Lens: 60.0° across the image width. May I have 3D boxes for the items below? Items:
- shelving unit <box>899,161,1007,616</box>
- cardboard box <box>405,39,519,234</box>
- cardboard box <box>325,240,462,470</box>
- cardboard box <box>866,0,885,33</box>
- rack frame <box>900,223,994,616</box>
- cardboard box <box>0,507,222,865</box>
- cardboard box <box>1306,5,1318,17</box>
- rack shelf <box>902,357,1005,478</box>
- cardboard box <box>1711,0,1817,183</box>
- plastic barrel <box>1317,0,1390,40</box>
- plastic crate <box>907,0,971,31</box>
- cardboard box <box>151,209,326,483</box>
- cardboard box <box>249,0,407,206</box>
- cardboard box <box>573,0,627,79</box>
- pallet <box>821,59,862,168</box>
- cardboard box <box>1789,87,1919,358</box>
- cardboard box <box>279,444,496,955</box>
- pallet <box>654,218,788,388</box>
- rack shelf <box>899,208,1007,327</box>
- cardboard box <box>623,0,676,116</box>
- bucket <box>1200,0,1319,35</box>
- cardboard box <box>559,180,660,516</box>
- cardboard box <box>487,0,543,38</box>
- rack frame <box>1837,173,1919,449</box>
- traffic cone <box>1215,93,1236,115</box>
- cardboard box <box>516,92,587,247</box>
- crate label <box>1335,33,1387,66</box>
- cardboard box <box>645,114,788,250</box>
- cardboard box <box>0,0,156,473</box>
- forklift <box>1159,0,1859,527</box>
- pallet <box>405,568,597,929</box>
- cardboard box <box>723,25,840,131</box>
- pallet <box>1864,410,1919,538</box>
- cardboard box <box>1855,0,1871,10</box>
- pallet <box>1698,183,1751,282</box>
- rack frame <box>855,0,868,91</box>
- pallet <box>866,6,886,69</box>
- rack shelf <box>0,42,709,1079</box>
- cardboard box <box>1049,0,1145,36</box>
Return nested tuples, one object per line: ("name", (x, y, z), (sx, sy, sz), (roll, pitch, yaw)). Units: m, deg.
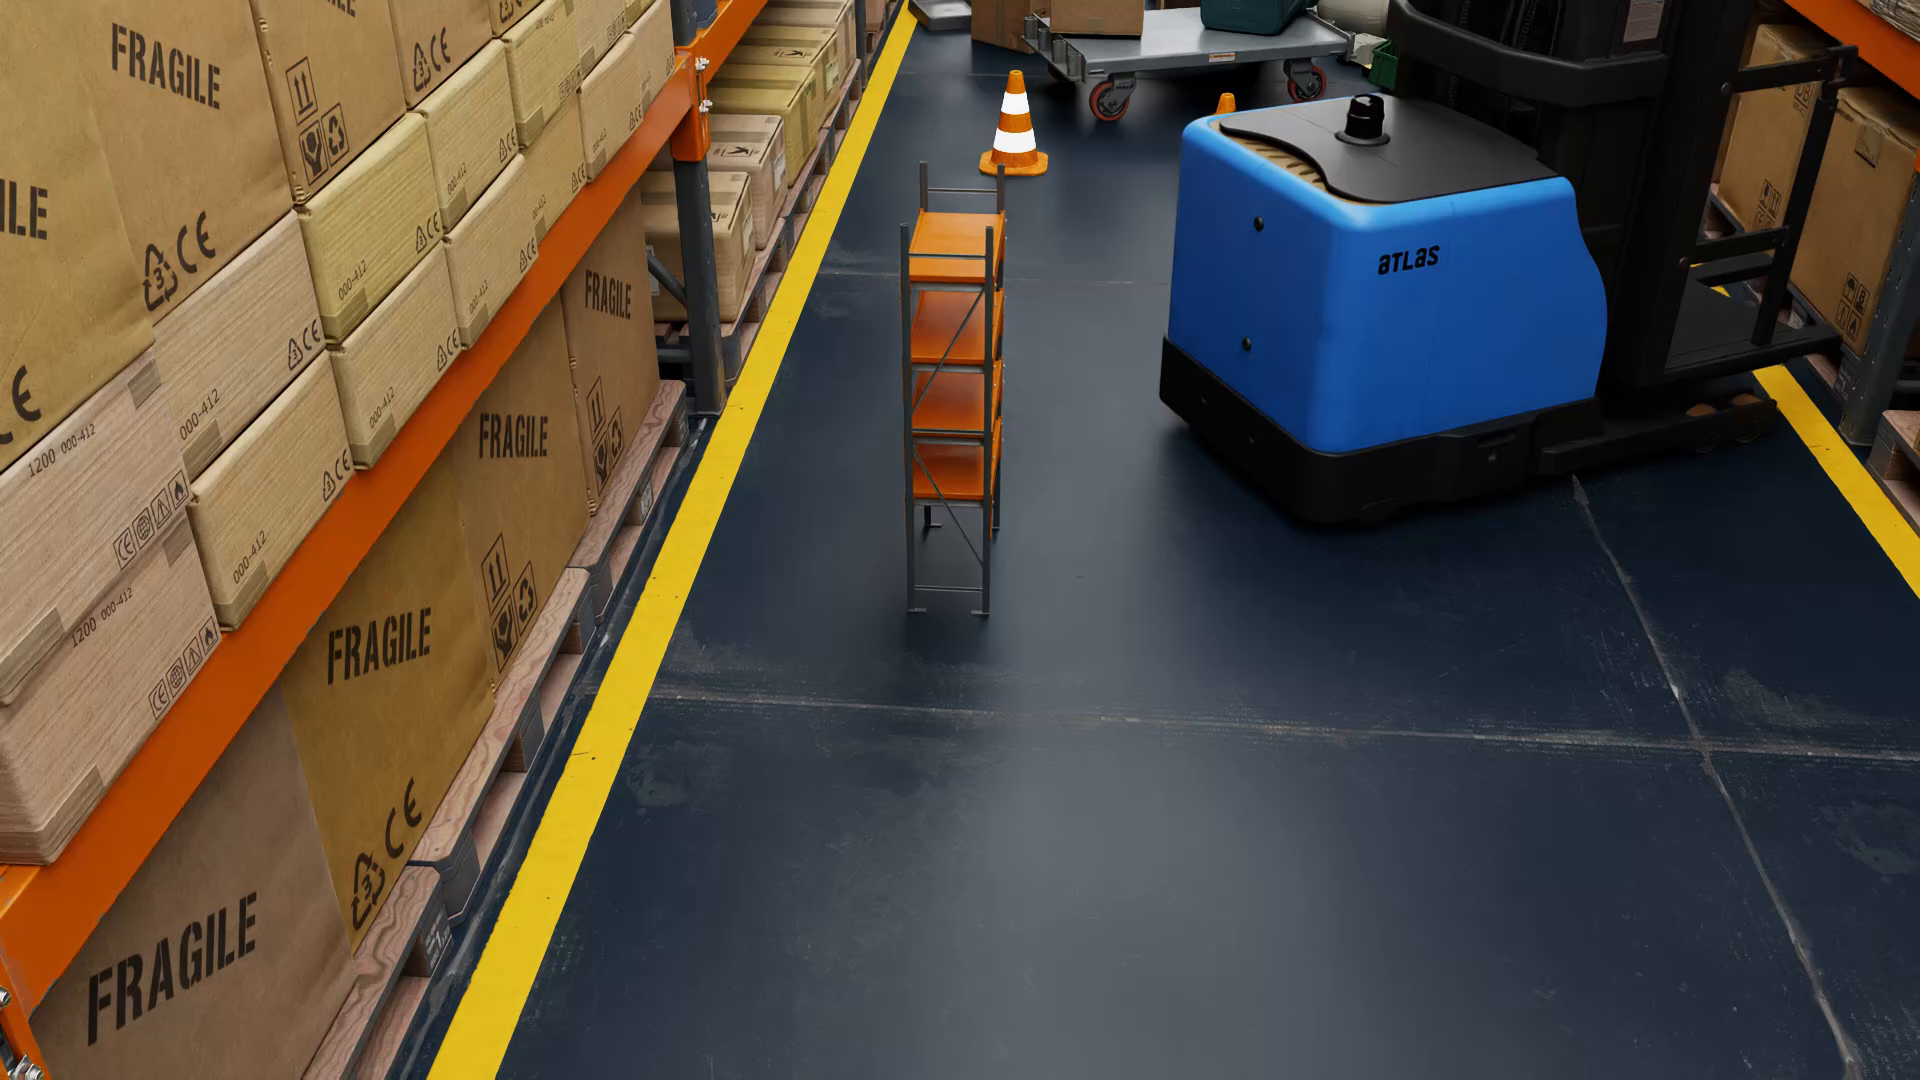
("shelving unit", (-0.013, -0.424, 4.795), (0.258, 1.200, 0.503), (2, 32, 4))
("cardboard box", (-1.239, -0.843, 3.425), (0.500, 0.250, 0.500), (2, 32, 2))
("cardboard box", (-1.280, -0.368, 3.131), (0.500, 0.250, 0.500), (2, 32, 4))
("cardboard box", (-0.709, -3.163, 9.744), (0.500, 0.250, 0.500), (1, 32, 2))
("rack frame", (-0.033, -0.297, 4.588), (0.240, 1.200, 0.015), (2, 32, 4))
("cardboard box", (-1.378, 0.170, 2.258), (0.500, 0.250, 0.500), (2, 32, 3))
("cardboard box", (2.220, -3.513, 10.697), (0.396, 0.266, 0.258), (8, 32, 12))
("rack shelf", (-0.013, -0.367, 4.830), (0.258, 0.148, 0.480), (2, 32, 4))
("cardboard box", (3.873, -2.088, 7.523), (1.050, 0.750, 0.750), (2, 32, 4))
("plastic barrel", (2.479, -3.261, 10.139), (0.512, 0.421, 0.421), (27, 41, 37))
("plastic crate", (-0.081, -3.401, 10.692), (0.402, 0.080, 0.583), (-8, 33, -13))
("cardboard box", (-1.346, -0.316, 2.570), (0.500, 0.250, 0.500), (3, 32, 5))
("cardboard box", (-1.298, -0.890, 2.787), (0.500, 0.500, 0.500), (2, 32, 3))
("cardboard box", (-1.176, -1.383, 4.302), (0.500, 0.250, 0.500), (2, 32, 3))
("pallet", (-1.088, -2.264, 8.722), (1.003, 0.211, 1.213), (2, 32, 4))
("cardboard box", (3.729, -1.143, 5.990), (1.050, 0.750, 0.750), (2, 32, 3))
("cardboard box", (-1.641, 0.251, 3.609), (0.875, 0.875, 0.875), (3, 32, 5))
("pallet", (-1.287, -0.988, 6.652), (1.003, 0.211, 1.213), (2, 32, 4))
("rack shelf", (-0.013, -0.759, 4.589), (0.258, 0.148, 0.480), (2, 32, 4))
("cardboard box", (-1.134, -1.427, 4.849), (0.500, 0.250, 0.500), (1, 32, 2))
("bucket", (1.629, -3.123, 9.129), (0.726, 0.611, 0.620), (14, 44, 21))
("cardboard box", (-1.491, -0.683, 5.124), (0.875, 0.875, 0.875), (2, 32, 4))
("cardboard box", (-1.214, -1.425, 3.655), (0.500, 0.500, 0.500), (2, 32, 4))
("rack frame", (3.590, -1.608, 5.000), (1.000, 3.000, 0.127), (2, 32, 4))
("traffic cone", (1.241, -1.875, 7.852), (0.336, 0.463, 0.334), (2, 32, 4))
("cardboard box", (-1.217, -0.897, 3.989), (0.500, 0.250, 0.500), (2, 32, 3))
("crate label", (2.373, -2.899, 9.823), (0.298, 0.136, 0.250), (-20, 37, -29))
("cardboard box", (-1.244, -1.508, 6.942), (0.950, 0.372, 0.625), (2, 32, 3))
("cardboard box", (-1.355, -0.361, 1.928), (0.500, 0.500, 0.500), (3, 32, 5))
("forklift", (2.277, -1.789, 5.359), (3.031, 2.935, 1.130), (-13, 34, -20))
("pallet", (-1.593, 0.466, 4.293), (1.003, 0.211, 1.213), (2, 32, 4))
("cardboard box", (-1.121, -2.268, 8.175), (0.950, 0.372, 0.625), (4, 32, 7))
("pallet", (3.525, -0.012, 5.068), (1.003, 0.211, 1.213), (2, 32, 4))
("cardboard box", (3.401, -2.158, 5.797), (0.500, 0.500, 0.500), (2, 32, 4))
("pallet", (3.831, -1.466, 7.428), (1.003, 0.211, 1.213), (2, 32, 4))
("rack frame", (-1.026, -3.858, 8.651), (1.000, 3.000, 0.127), (2, 32, 4))
("pallet", (-1.007, -3.024, 9.955), (1.003, 0.211, 1.213), (2, 32, 4))
("rack shelf", (-1.515, -0.414, 3.749), (1.077, 0.370, 4.000), (2, 32, 4))
("cardboard box", (0.750, -3.056, 9.010), (0.500, 0.500, 0.500), (2, 32, 4))
